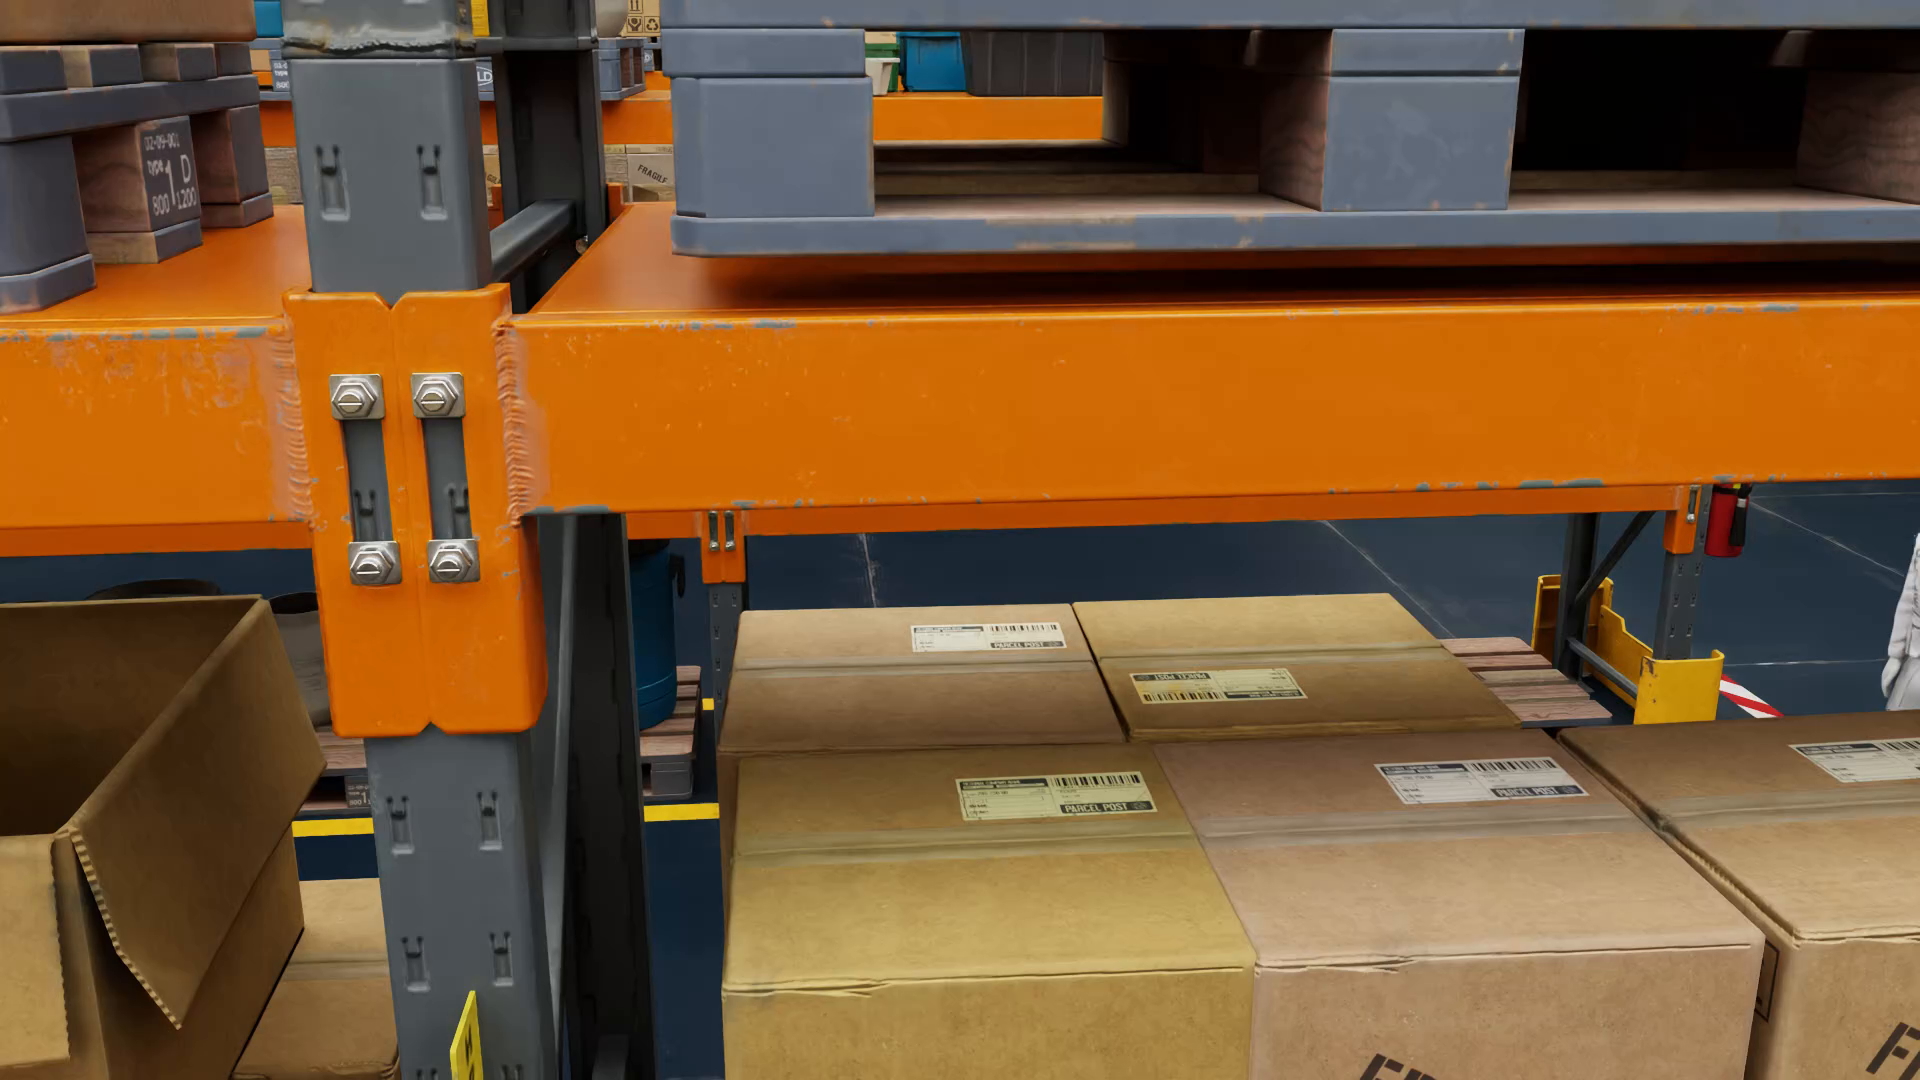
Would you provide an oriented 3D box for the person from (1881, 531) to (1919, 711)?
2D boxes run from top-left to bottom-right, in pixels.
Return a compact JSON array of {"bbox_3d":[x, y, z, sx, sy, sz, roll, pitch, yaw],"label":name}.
[{"bbox_3d":[3.531,0.505,5.863,0.502,1.694,0.580,-14,22,-38],"label":"person"}]
